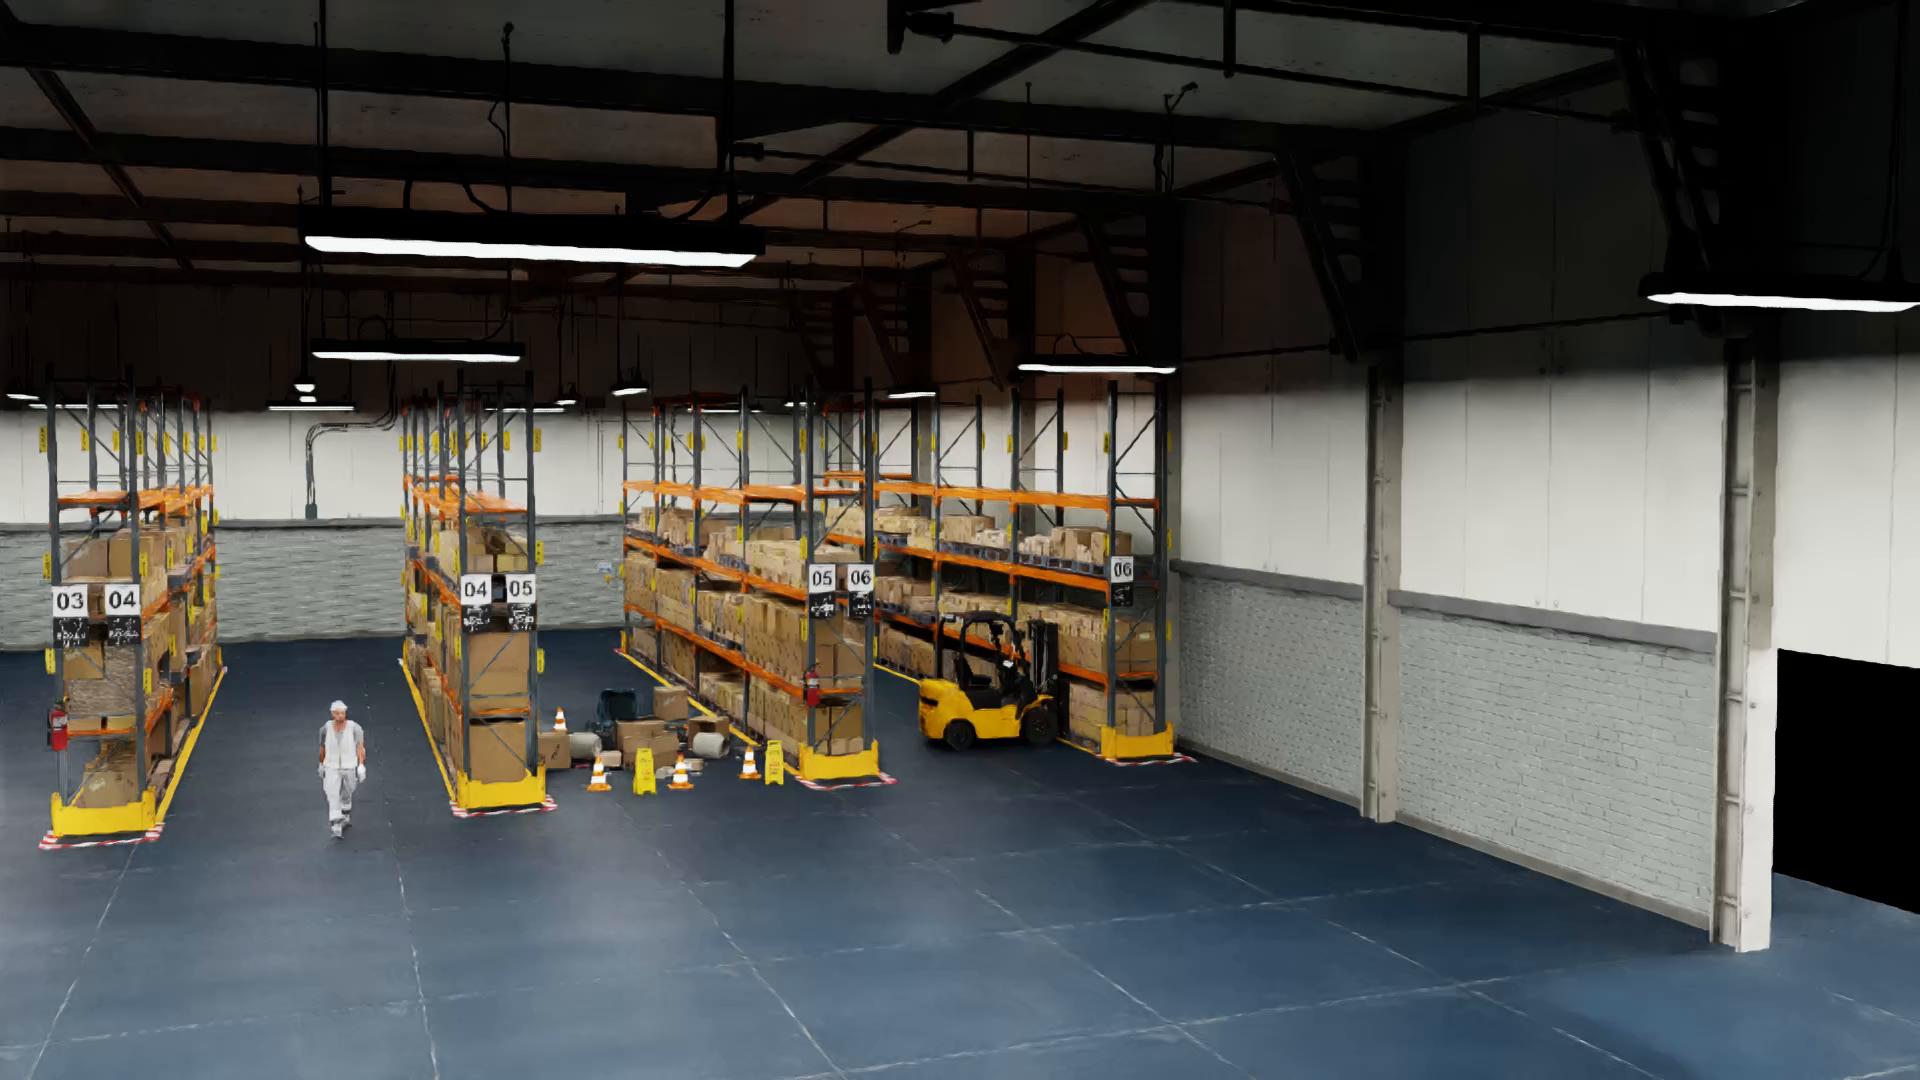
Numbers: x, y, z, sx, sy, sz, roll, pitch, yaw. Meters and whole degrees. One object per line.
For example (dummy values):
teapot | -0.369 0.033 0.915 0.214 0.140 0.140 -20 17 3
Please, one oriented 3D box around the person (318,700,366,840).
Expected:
person | -7.873 2.894 21.181 0.564 1.736 1.045 -1 4 -22

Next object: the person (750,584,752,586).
person | -5.210 1.778 40.915 0.506 1.667 0.588 -2 4 -35
